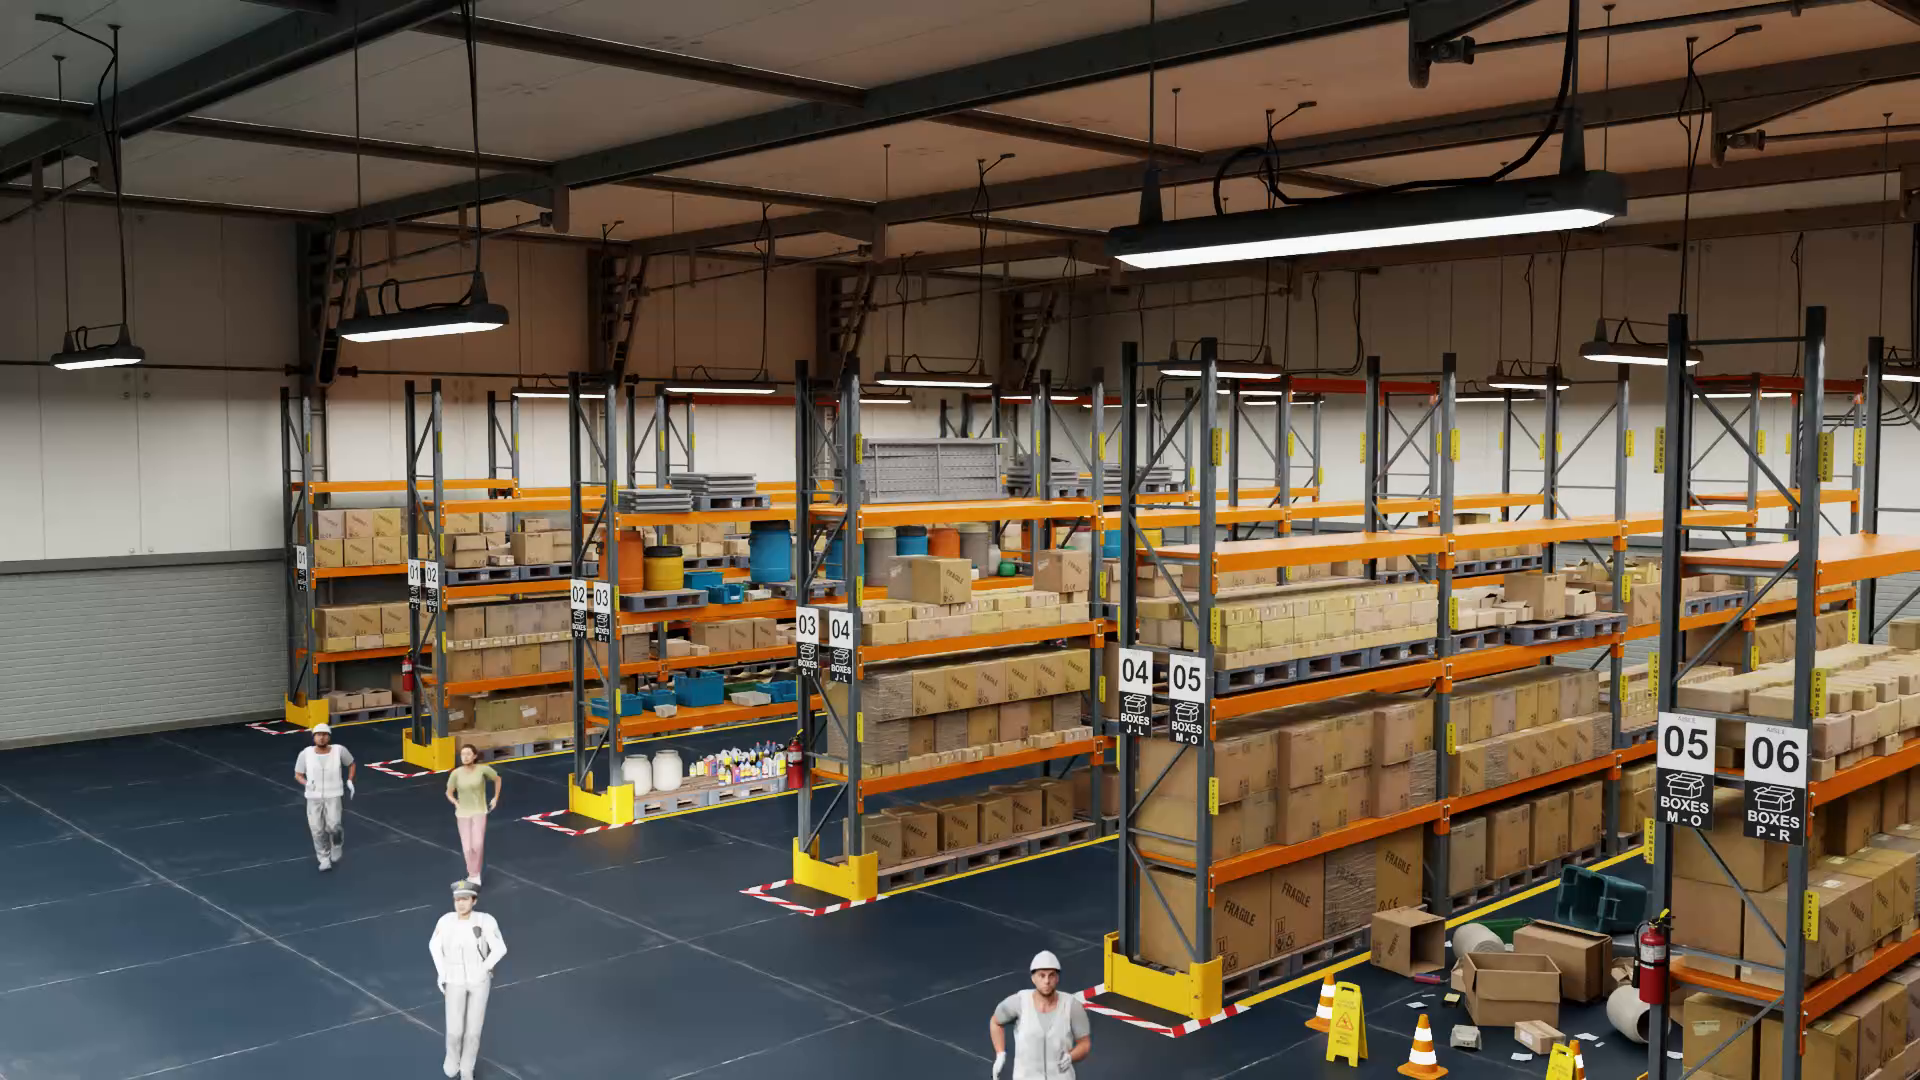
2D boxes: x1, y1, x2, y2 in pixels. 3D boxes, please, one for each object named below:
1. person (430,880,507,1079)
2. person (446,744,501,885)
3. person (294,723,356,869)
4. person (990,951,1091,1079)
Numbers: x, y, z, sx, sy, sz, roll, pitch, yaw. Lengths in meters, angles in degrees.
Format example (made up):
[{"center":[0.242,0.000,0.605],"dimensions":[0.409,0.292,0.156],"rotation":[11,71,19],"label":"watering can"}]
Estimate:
[{"center":[-3.879,3.496,13.090],"dimensions":[0.600,1.666,0.547],"rotation":[-1,4,-12],"label":"person"},{"center":[-5.541,3.139,18.899],"dimensions":[0.585,1.649,0.657],"rotation":[0,4,-5],"label":"person"},{"center":[-7.492,3.034,19.608],"dimensions":[0.673,1.739,0.602],"rotation":[-1,4,-16],"label":"person"},{"center":[0.543,3.575,10.850],"dimensions":[0.641,1.775,0.690],"rotation":[0,4,-7],"label":"person"}]
